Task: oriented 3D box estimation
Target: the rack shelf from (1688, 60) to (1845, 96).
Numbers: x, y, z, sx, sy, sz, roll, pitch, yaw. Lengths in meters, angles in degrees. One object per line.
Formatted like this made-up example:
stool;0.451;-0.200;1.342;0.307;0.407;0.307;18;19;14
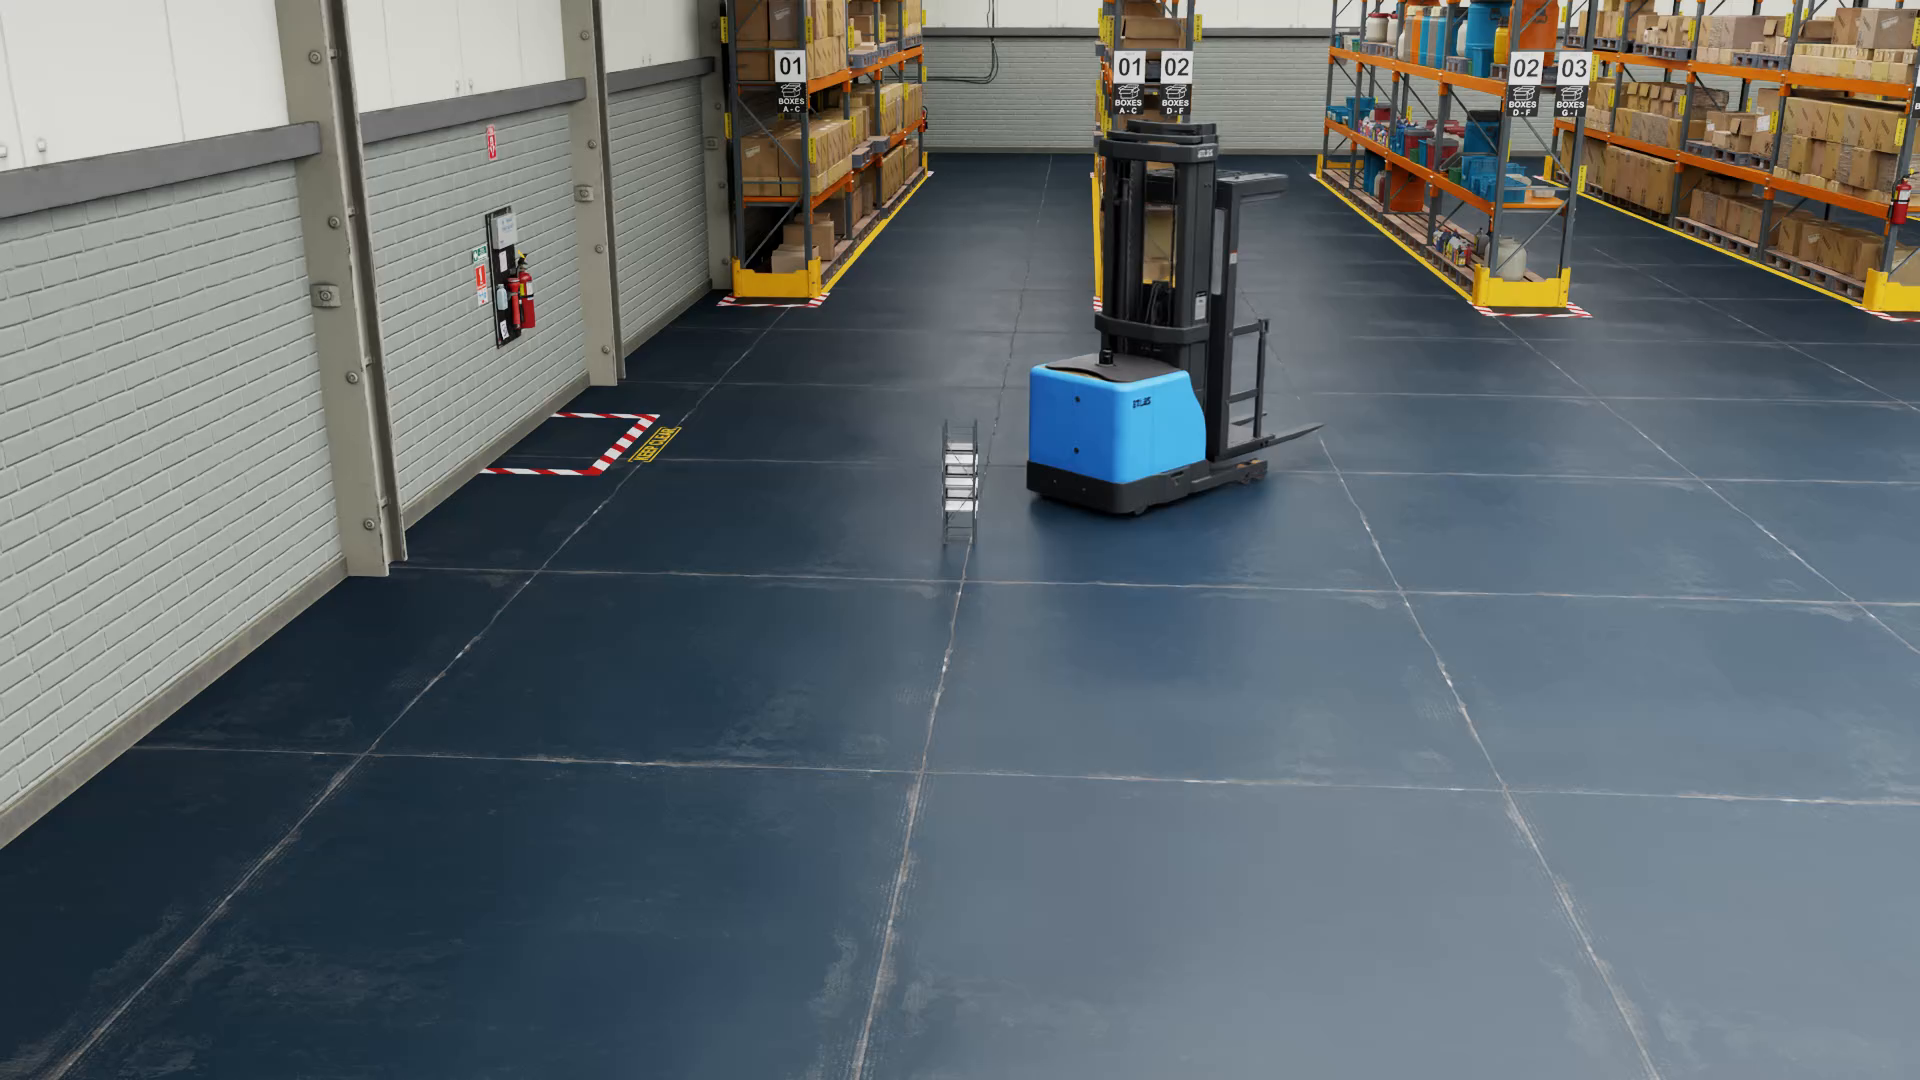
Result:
rack shelf;12.768;-7.340;26.344;1.077;0.370;4.000;1;18;4

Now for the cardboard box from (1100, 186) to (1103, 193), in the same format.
cardboard box;2.671;-5.940;28.574;0.500;0.311;0.500;1;18;3

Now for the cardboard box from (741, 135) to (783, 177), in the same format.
cardboard box;-2.663;-5.170;22.389;0.500;0.500;0.500;1;18;3

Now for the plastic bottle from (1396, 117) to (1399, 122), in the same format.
plastic bottle;8.374;-7.917;31.848;0.144;0.351;0.185;1;18;4

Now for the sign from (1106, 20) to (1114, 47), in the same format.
sign;1.917;-6.440;21.148;0.100;0.325;0.005;1;18;4

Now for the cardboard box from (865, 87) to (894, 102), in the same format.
cardboard box;-1.521;-8.380;31.306;0.500;0.250;0.500;1;18;3

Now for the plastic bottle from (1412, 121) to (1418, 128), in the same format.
plastic bottle;8.439;-7.572;30.794;0.144;0.351;0.185;1;18;4

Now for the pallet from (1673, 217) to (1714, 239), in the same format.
pallet;12.853;-5.310;28.288;1.003;0.211;1.213;1;18;4

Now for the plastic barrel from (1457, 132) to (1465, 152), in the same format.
plastic barrel;7.971;-6.103;26.012;0.433;0.535;0.433;0;18;0

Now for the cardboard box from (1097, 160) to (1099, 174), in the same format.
cardboard box;3.210;-8.014;35.772;0.500;0.250;0.500;1;18;4

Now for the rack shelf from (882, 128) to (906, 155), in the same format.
rack shelf;-1.767;-7.489;31.615;1.077;0.370;4.000;1;18;4

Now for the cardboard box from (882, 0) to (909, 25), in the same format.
cardboard box;-1.293;-10.624;33.414;0.500;0.500;0.500;1;18;3

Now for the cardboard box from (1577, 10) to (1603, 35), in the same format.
cardboard box;13.501;-10.919;35.117;0.700;0.500;0.500;0;18;1

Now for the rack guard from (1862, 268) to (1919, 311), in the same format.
rack guard;12.343;-3.229;21.473;1.175;0.500;0.348;1;18;4

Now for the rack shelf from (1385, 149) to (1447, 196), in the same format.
rack shelf;7.827;-6.025;27.149;1.077;0.370;4.000;1;18;4

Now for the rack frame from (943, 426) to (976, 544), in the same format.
rack frame;-0.007;-0.399;12.194;0.240;0.900;0.006;1;18;4

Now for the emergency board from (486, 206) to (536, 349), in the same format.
emergency board;-3.942;-2.331;14.720;0.194;1.169;0.643;1;18;4

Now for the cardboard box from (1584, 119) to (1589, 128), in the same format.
cardboard box;12.985;-8.502;33.955;0.380;0.149;0.250;1;18;3

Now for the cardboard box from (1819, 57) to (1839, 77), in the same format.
cardboard box;12.257;-6.537;22.979;0.500;0.250;0.500;1;18;2

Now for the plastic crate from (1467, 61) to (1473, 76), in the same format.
plastic crate;7.299;-6.587;23.230;0.336;0.188;0.450;1;18;4

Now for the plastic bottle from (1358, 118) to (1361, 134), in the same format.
plastic bottle;7.806;-8.071;32.423;0.061;0.283;0.133;1;18;4

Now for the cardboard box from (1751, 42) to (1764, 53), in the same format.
cardboard box;12.659;-7.734;26.091;0.380;0.166;0.250;1;18;2

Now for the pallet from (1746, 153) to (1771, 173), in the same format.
pallet;12.824;-5.778;25.548;1.003;0.211;1.213;1;18;4

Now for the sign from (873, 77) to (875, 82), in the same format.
sign;-1.890;-10.157;37.086;0.100;0.325;0.005;1;18;4

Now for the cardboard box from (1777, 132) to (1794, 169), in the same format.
cardboard box;12.530;-5.686;24.319;0.875;0.500;0.500;1;18;4

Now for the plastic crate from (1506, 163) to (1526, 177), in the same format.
plastic crate;7.875;-5.325;24.097;0.499;0.251;0.616;1;18;4

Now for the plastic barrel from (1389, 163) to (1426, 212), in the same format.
plastic barrel;7.989;-6.309;29.670;0.600;0.830;0.708;1;18;4

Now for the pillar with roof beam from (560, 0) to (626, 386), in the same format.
pillar with roof beam;0.567;-5.853;15.832;9.100;9.000;0.400;1;18;4

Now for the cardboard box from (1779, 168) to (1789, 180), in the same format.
cardboard box;12.278;-5.378;24.423;0.380;0.149;0.250;1;18;4

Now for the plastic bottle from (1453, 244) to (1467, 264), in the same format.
plastic bottle;7.137;-4.076;23.713;0.152;0.276;0.135;1;18;4

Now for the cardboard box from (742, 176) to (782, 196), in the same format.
cardboard box;-2.644;-4.812;22.501;0.500;0.250;0.500;2;18;5

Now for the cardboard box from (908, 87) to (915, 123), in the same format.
cardboard box;-1.469;-9.215;35.247;0.980;0.700;0.700;0;18;1

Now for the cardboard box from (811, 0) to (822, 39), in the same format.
cardboard box;-2.128;-6.951;22.204;0.500;0.500;0.500;1;18;3

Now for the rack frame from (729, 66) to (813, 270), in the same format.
rack frame;-2.484;-4.725;22.024;1.000;3.000;0.127;1;18;4

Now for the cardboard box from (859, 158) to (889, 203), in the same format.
cardboard box;-1.727;-6.613;30.565;0.750;0.750;0.750;1;18;3

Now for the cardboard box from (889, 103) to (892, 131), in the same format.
cardboard box;-1.537;-7.869;30.951;0.500;0.500;0.500;1;18;4

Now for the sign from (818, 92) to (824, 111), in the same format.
sign;-2.465;-7.771;29.462;0.100;0.325;0.005;1;18;4

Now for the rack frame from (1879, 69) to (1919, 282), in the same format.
rack frame;12.337;-4.393;21.012;1.000;3.000;0.127;1;18;4

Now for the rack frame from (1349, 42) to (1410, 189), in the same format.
rack frame;8.257;-8.230;32.724;1.000;3.000;0.127;1;18;4

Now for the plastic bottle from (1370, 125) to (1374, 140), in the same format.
plastic bottle;7.719;-7.609;31.033;0.097;0.271;0.097;0;18;0

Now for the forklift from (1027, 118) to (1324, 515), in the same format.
forklift;1.944;-1.960;13.697;3.031;2.935;1.130;-17;25;-42

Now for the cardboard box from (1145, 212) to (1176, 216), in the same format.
cardboard box;2.774;-4.337;23.379;0.500;0.500;0.500;1;18;4

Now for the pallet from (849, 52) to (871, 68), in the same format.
pallet;-2.047;-7.492;25.956;1.213;0.211;1.003;1;18;4

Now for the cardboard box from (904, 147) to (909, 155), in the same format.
cardboard box;-1.262;-8.104;34.635;0.380;0.149;0.250;2;18;6

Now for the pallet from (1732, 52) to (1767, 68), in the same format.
pallet;12.846;-7.483;25.927;1.213;0.211;1.003;1;18;4

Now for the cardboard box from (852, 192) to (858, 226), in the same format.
cardboard box;-2.098;-5.536;27.809;0.700;0.500;0.500;1;18;5

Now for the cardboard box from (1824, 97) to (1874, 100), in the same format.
cardboard box;12.866;-6.153;24.141;0.500;0.500;0.500;1;18;4

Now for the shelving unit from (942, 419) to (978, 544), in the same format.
shelving unit;0.001;-0.430;12.291;0.258;0.900;0.210;1;18;4

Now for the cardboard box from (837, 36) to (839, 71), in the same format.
cardboard box;-2.036;-7.130;24.356;0.500;0.500;0.500;0;18;-1

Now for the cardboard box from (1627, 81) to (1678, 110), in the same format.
cardboard box;13.160;-8.445;31.608;0.797;0.503;0.637;1;18;2

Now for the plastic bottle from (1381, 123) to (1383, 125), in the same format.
plastic bottle;7.930;-7.745;31.442;0.152;0.276;0.135;1;18;4

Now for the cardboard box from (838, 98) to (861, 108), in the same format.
cardboard box;-1.914;-7.566;28.787;0.380;0.149;0.250;-2;18;-5

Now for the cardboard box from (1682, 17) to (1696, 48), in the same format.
cardboard box;12.883;-8.743;28.629;0.797;0.503;0.637;2;18;7
